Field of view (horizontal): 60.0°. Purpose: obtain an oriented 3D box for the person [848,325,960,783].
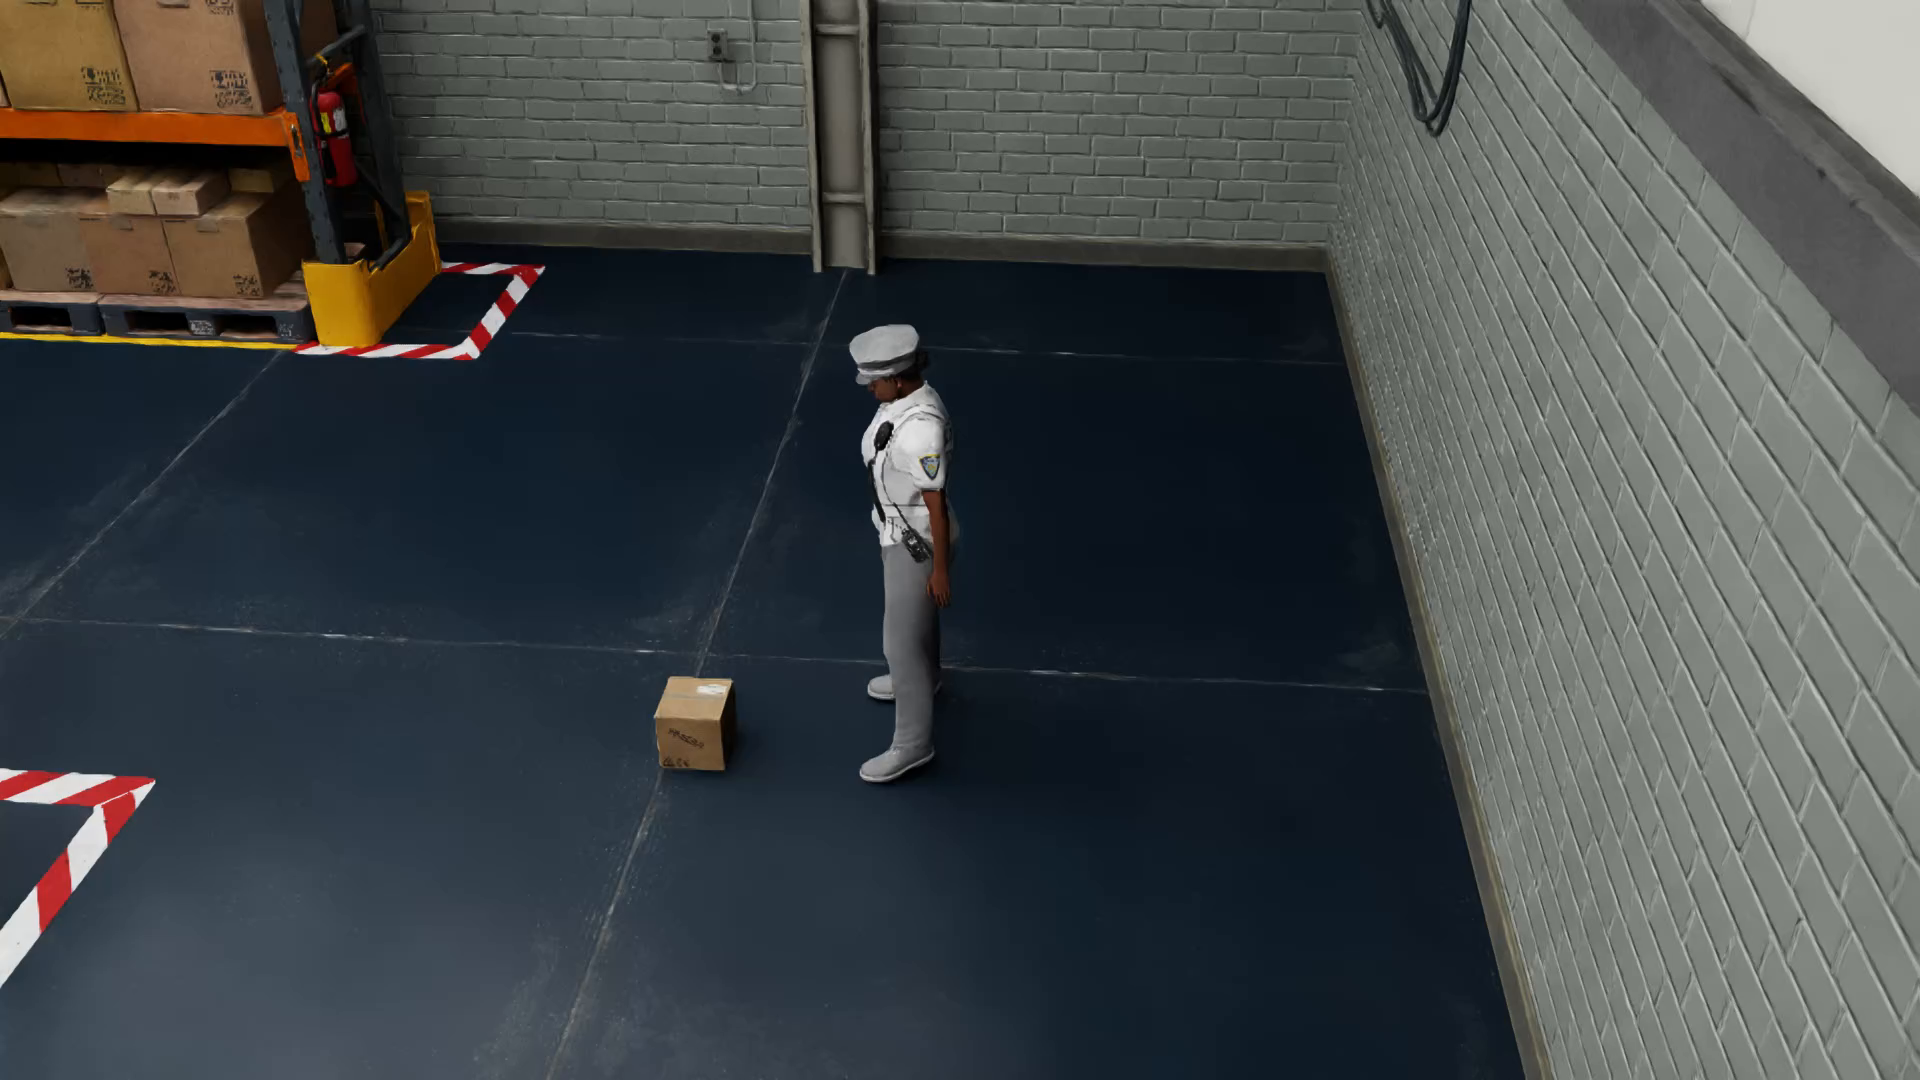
[{"bbox_3d":[-0.213,0.037,6.048,0.429,1.656,0.623,-6,33,-9],"label":"person"}]
